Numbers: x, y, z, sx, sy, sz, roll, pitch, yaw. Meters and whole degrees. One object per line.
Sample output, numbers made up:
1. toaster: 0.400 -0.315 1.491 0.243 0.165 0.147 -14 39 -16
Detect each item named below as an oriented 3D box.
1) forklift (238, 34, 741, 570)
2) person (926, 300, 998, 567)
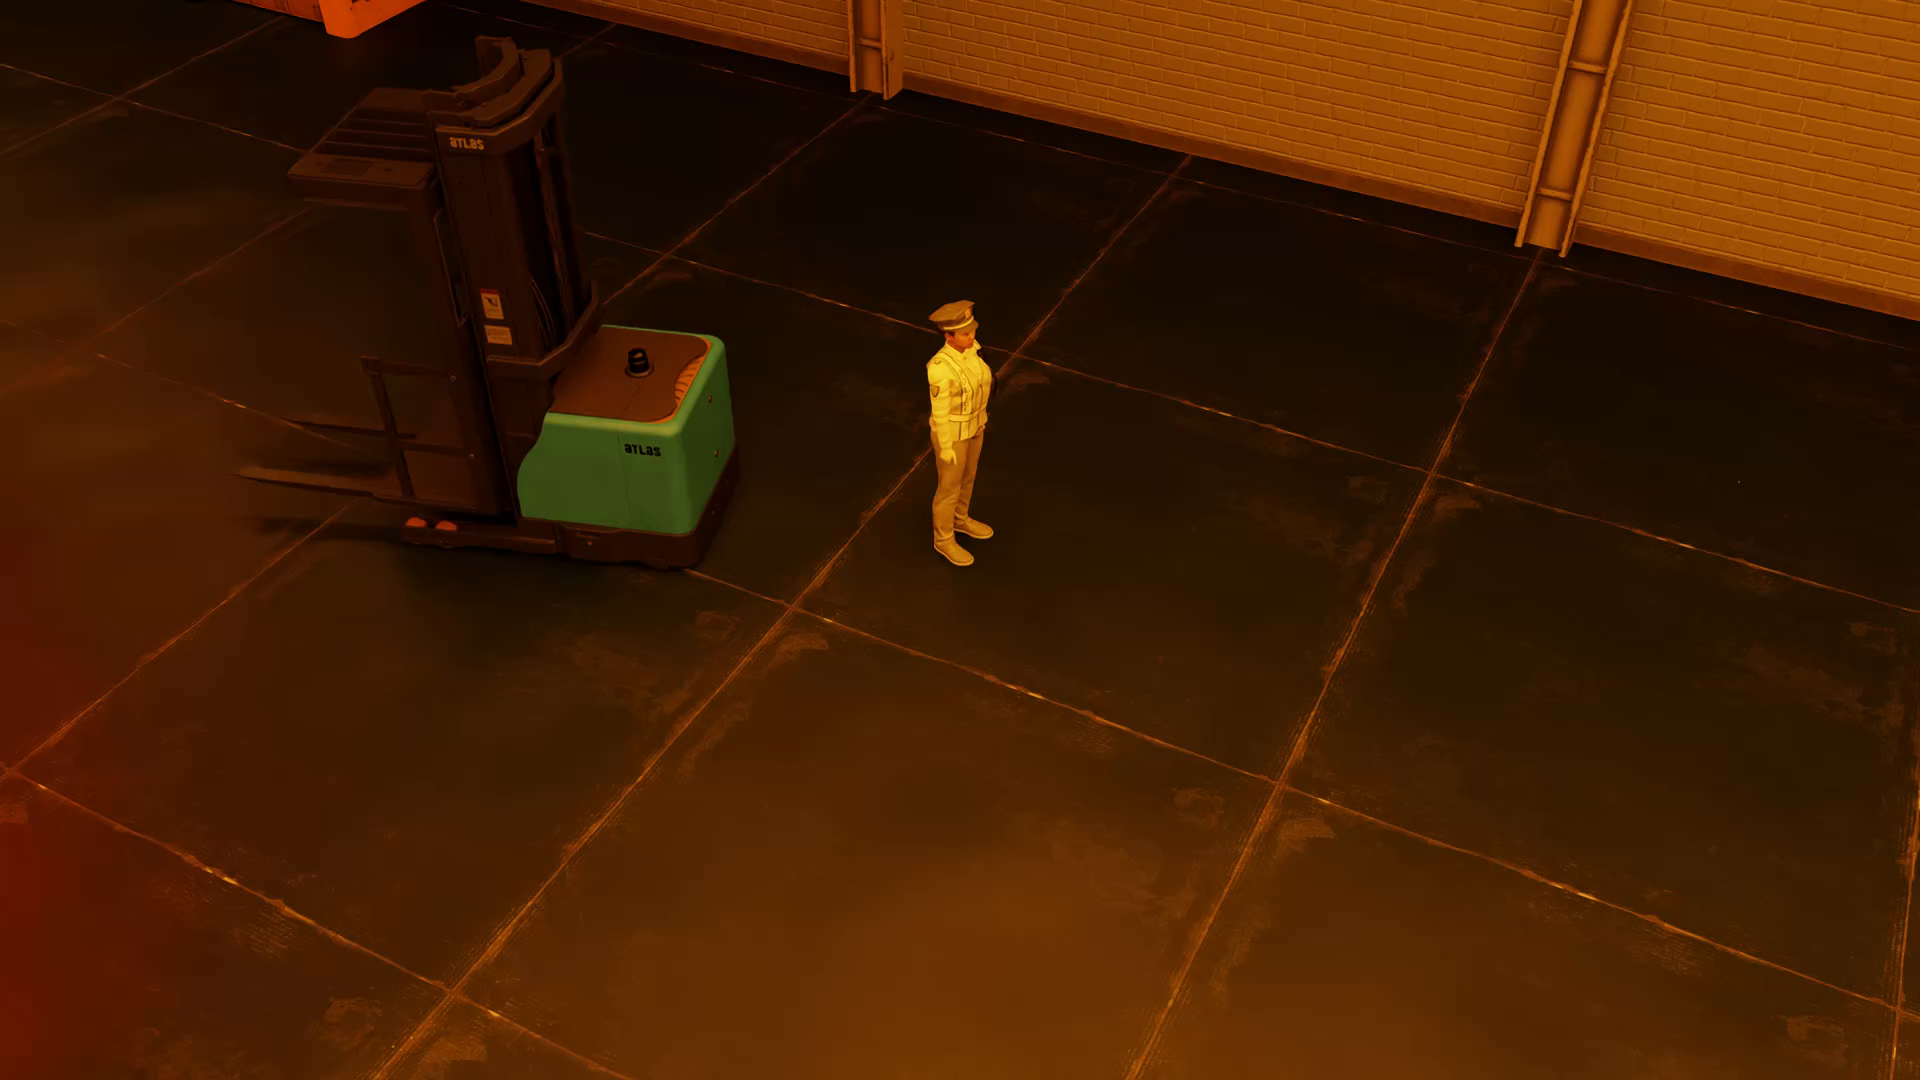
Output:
1. forklift: -2.974 -1.399 9.647 3.031 2.935 1.130 7 41 8
2. person: 0.003 -0.649 9.722 0.354 1.694 0.461 18 43 21
